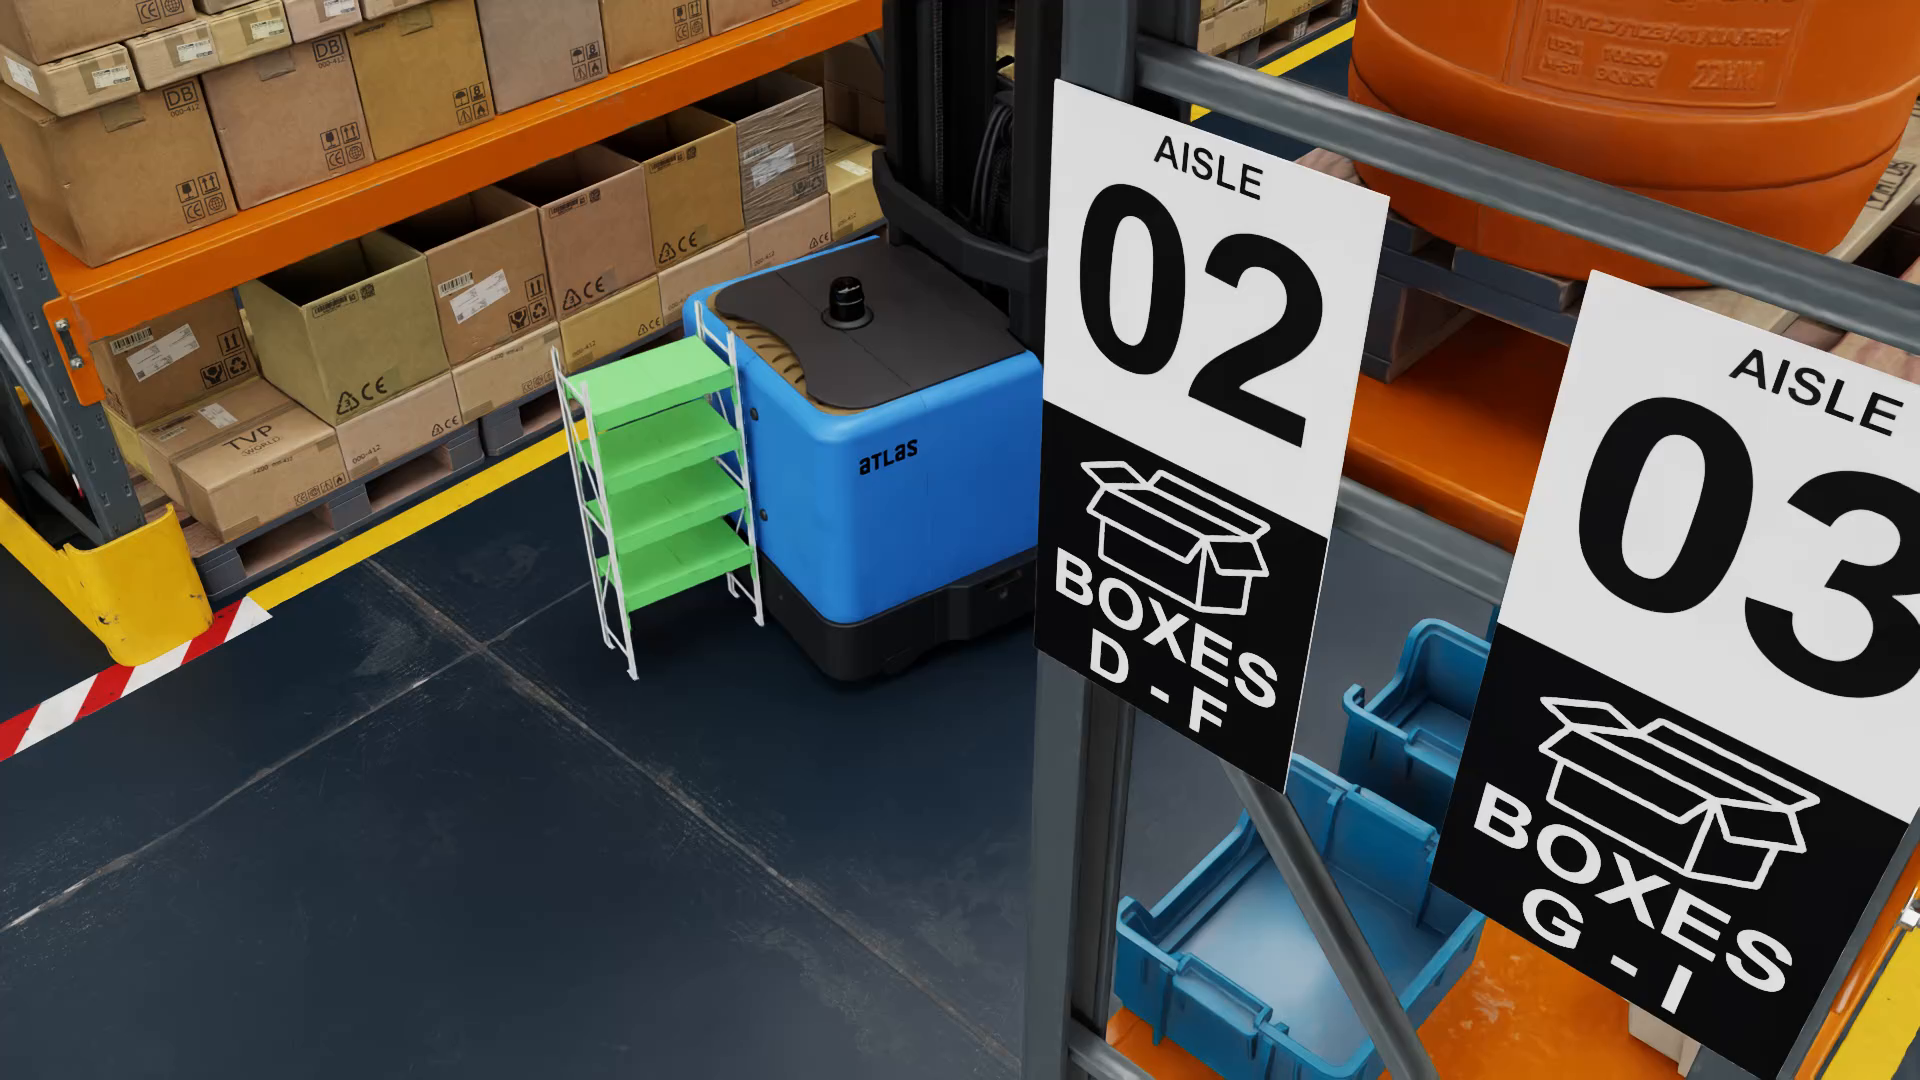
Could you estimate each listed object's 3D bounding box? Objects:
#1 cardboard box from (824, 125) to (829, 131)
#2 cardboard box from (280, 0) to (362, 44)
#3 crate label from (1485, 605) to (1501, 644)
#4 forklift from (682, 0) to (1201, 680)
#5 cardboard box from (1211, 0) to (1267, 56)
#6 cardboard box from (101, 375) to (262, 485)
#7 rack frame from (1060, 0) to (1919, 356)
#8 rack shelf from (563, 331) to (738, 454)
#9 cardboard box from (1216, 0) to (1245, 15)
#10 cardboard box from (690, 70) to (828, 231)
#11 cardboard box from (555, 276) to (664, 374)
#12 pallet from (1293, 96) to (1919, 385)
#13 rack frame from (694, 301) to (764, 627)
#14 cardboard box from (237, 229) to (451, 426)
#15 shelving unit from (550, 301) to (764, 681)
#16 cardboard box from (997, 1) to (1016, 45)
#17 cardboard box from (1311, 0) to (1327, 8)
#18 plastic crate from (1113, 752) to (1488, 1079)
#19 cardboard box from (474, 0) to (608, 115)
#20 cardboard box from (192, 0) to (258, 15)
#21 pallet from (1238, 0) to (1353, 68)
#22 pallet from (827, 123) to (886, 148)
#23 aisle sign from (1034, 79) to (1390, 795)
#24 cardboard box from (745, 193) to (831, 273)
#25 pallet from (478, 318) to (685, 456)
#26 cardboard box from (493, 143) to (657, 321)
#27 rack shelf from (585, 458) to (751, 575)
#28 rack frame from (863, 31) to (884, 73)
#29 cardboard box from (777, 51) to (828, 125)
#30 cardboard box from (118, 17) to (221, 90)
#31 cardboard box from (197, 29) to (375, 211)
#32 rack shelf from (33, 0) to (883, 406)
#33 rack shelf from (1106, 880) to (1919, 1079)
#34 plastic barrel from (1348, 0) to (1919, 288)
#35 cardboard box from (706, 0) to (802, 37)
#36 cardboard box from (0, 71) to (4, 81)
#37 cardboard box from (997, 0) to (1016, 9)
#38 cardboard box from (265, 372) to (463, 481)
[{"bbox_3d":[-0.980,-1.898,8.098,0.500,0.250,0.500,30,47,32],"label":"cardboard box"},{"bbox_3d":[-2.201,-1.792,5.492,0.380,0.149,0.250,29,47,31],"label":"cardboard box"},{"bbox_3d":[1.554,0.051,3.747,0.502,0.435,0.616,30,47,32],"label":"crate label"},{"bbox_3d":[0.562,-1.393,5.647,3.031,2.935,1.130,-23,44,-26],"label":"forklift"},{"bbox_3d":[1.394,-3.009,9.496,0.500,0.250,0.500,31,48,33],"label":"cardboard box"},{"bbox_3d":[-2.998,-0.516,6.361,0.500,0.250,0.500,30,47,32],"label":"cardboard box"},{"bbox_3d":[0.512,-1.324,0.685,1.000,3.000,0.127,30,47,32],"label":"rack frame"},{"bbox_3d":[-0.971,-0.466,5.201,0.480,0.148,0.258,-23,44,-26],"label":"rack shelf"},{"bbox_3d":[1.395,-3.224,9.316,0.500,0.311,0.500,29,47,32],"label":"cardboard box"},{"bbox_3d":[-0.941,-1.747,7.307,0.500,0.500,0.500,30,47,32],"label":"cardboard box"},{"bbox_3d":[-1.603,-0.987,6.953,0.500,0.250,0.500,30,47,32],"label":"cardboard box"},{"bbox_3d":[1.142,-0.415,2.104,1.003,0.211,1.213,30,47,32],"label":"pallet"},{"bbox_3d":[-0.767,-0.227,5.567,0.015,1.200,0.240,-23,44,-26],"label":"rack frame"},{"bbox_3d":[-2.280,-0.823,6.144,0.500,0.500,0.500,30,47,32],"label":"cardboard box"},{"bbox_3d":[-0.969,-0.141,5.461,0.503,1.200,0.258,-23,44,-26],"label":"shelving unit"},{"bbox_3d":[0.361,-2.516,8.425,0.500,0.311,0.500,29,47,31],"label":"cardboard box"},{"bbox_3d":[2.080,-3.477,10.084,0.500,0.250,0.500,31,48,33],"label":"cardboard box"},{"bbox_3d":[0.629,0.727,3.046,0.499,0.251,0.616,30,47,32],"label":"plastic crate"},{"bbox_3d":[-1.775,-2.018,6.298,0.700,0.500,0.500,31,48,33],"label":"cardboard box"},{"bbox_3d":[-2.431,-2.082,5.335,0.700,0.500,0.500,28,46,31],"label":"cardboard box"},{"bbox_3d":[1.671,-3.280,10.205,1.003,0.211,1.213,30,47,32],"label":"pallet"},{"bbox_3d":[0.025,-2.159,8.795,1.003,0.211,1.213,30,47,32],"label":"pallet"},{"bbox_3d":[0.244,-0.085,1.858,0.394,0.787,0.004,30,47,32],"label":"aisle sign"},{"bbox_3d":[-0.939,-1.453,7.539,0.500,0.250,0.500,30,47,32],"label":"cardboard box"},{"bbox_3d":[-1.834,-0.893,7.203,1.003,0.211,1.213,30,47,32],"label":"pallet"},{"bbox_3d":[-1.602,-1.280,6.719,0.500,0.500,0.500,30,47,32],"label":"cardboard box"},{"bbox_3d":[-0.968,-0.091,5.501,0.480,0.148,0.258,-23,44,-26],"label":"rack shelf"},{"bbox_3d":[-0.443,-2.895,7.481,1.000,3.000,0.127,30,47,32],"label":"rack frame"},{"bbox_3d":[-0.987,-2.195,7.870,0.500,0.500,0.500,30,47,32],"label":"cardboard box"},{"bbox_3d":[-2.542,-1.563,5.204,0.380,0.149,0.250,28,46,31],"label":"cardboard box"},{"bbox_3d":[-2.467,-1.549,5.708,0.700,0.500,0.500,31,48,33],"label":"cardboard box"},{"bbox_3d":[-1.793,-1.695,6.549,1.077,0.370,4.000,30,47,32],"label":"rack shelf"},{"bbox_3d":[1.861,0.387,3.932,1.077,0.370,4.000,30,47,32],"label":"rack shelf"},{"bbox_3d":[0.746,-0.759,1.702,0.600,0.830,0.708,30,47,32],"label":"plastic barrel"},{"bbox_3d":[-1.089,-2.483,6.882,0.700,0.500,0.500,29,47,31],"label":"cardboard box"},{"bbox_3d":[-3.025,-1.606,5.258,0.380,0.149,0.250,29,47,31],"label":"cardboard box"},{"bbox_3d":[-0.035,-2.751,8.721,0.500,0.311,0.500,31,48,33],"label":"cardboard box"},{"bbox_3d":[-2.281,-0.530,6.378,0.500,0.250,0.500,30,47,32],"label":"cardboard box"}]
